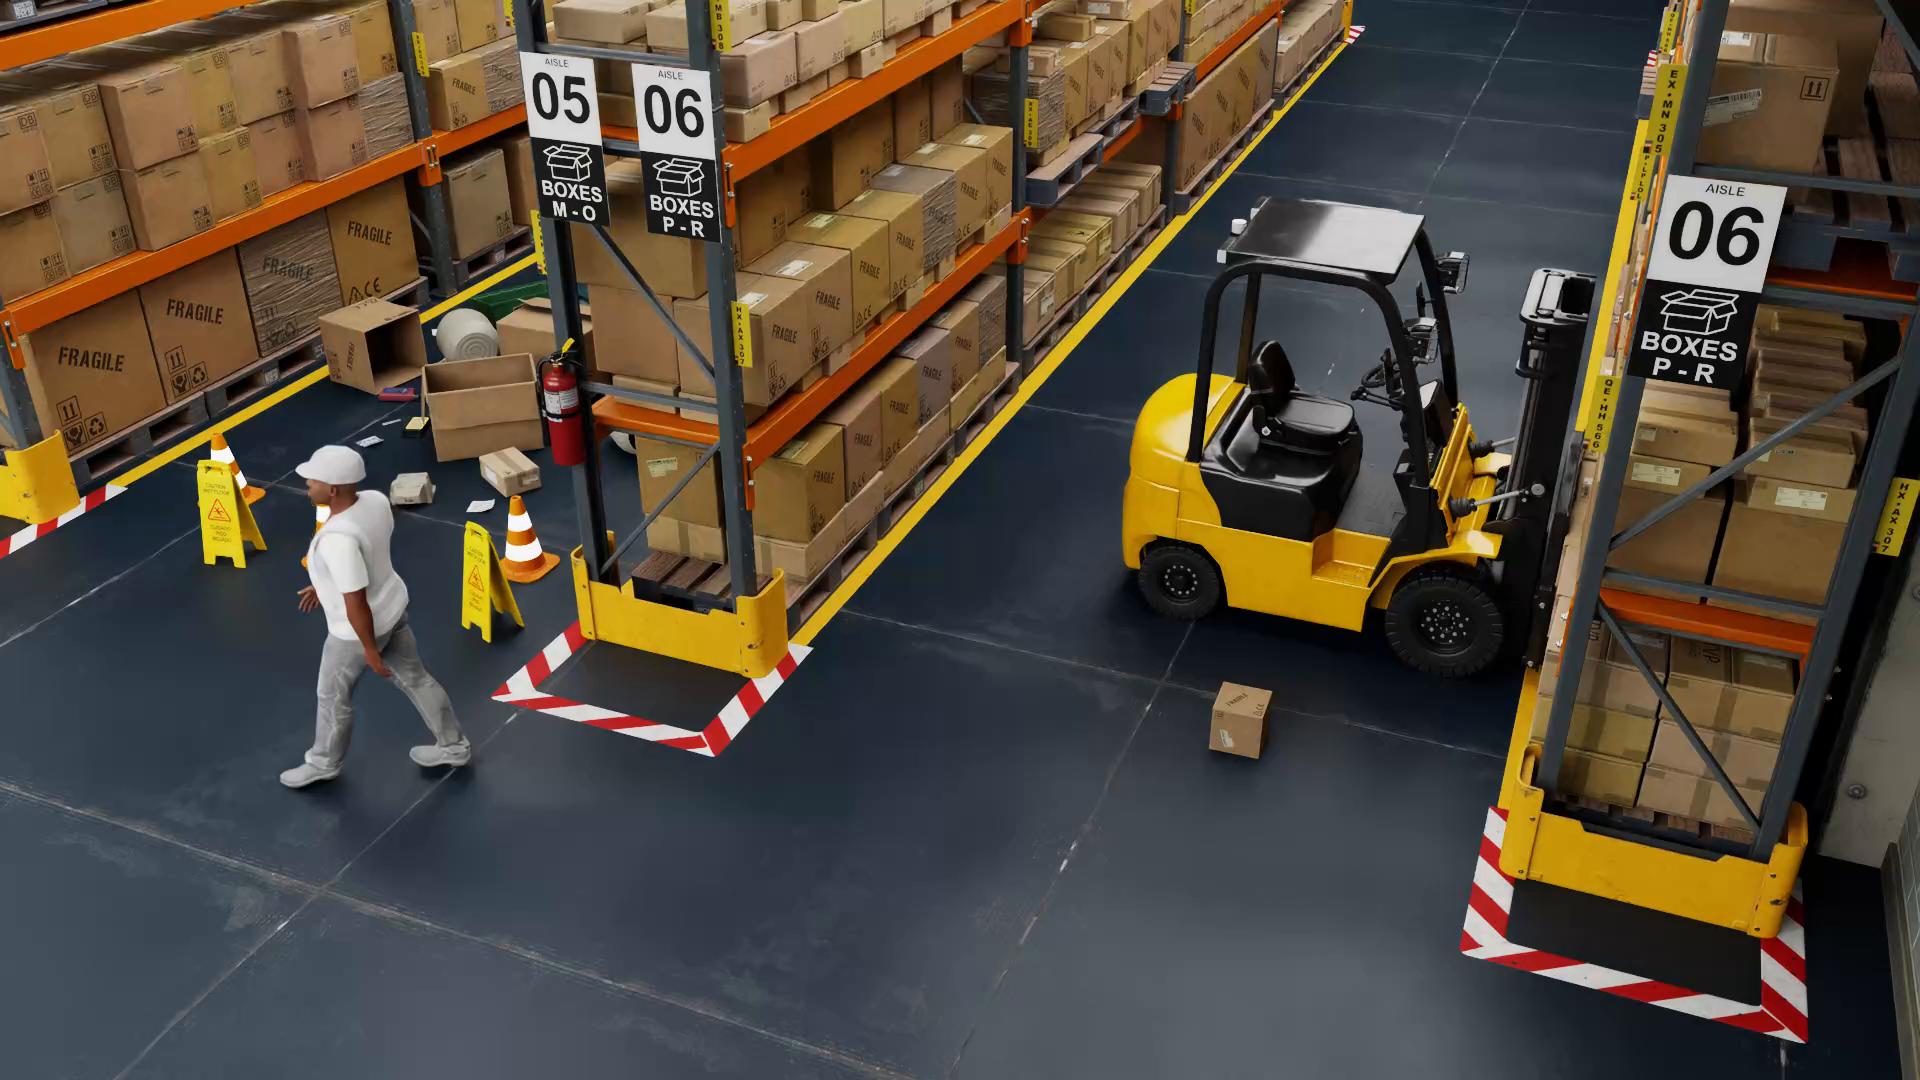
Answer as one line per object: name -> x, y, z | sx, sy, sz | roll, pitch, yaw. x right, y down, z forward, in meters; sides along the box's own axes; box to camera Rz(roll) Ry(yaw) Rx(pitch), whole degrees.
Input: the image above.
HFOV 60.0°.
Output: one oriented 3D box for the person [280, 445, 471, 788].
person -> -2.834, 0.358, 7.725 | 0.904, 1.749, 0.570 | 3, 30, 5
